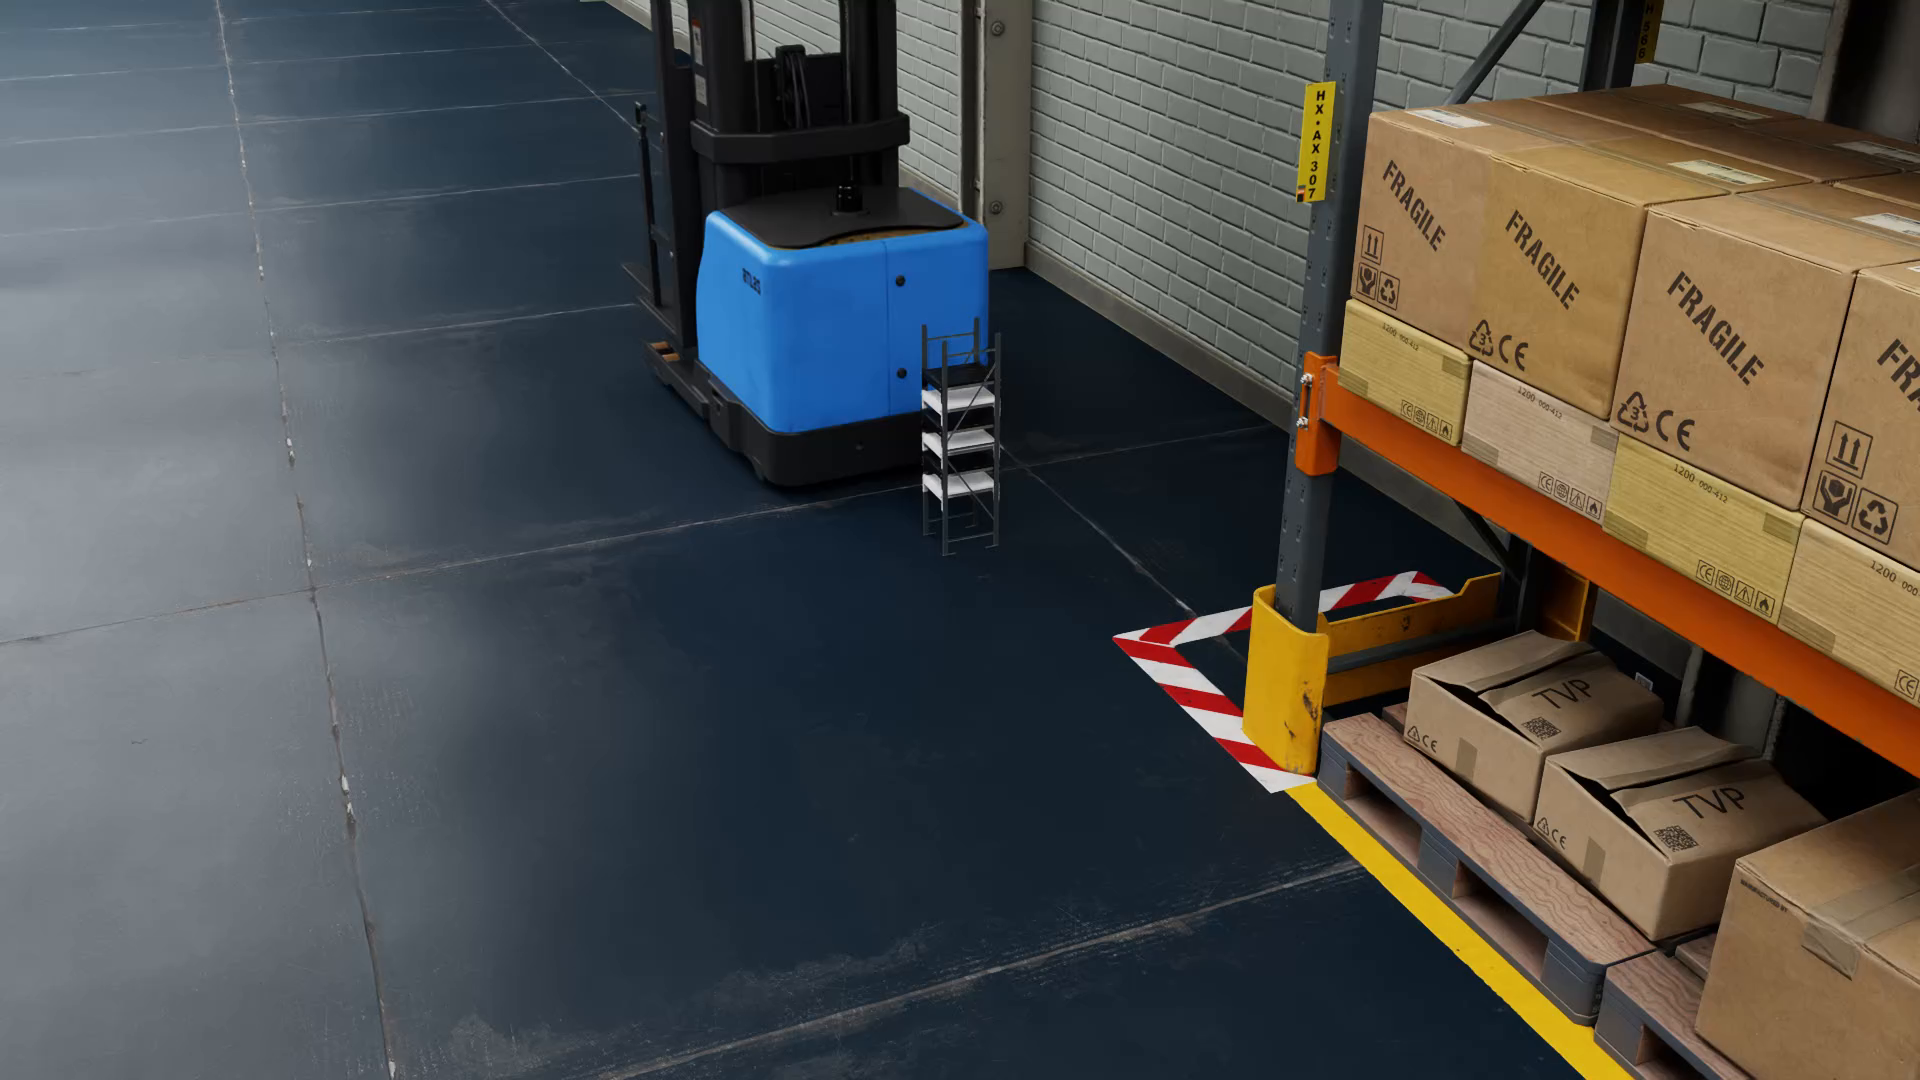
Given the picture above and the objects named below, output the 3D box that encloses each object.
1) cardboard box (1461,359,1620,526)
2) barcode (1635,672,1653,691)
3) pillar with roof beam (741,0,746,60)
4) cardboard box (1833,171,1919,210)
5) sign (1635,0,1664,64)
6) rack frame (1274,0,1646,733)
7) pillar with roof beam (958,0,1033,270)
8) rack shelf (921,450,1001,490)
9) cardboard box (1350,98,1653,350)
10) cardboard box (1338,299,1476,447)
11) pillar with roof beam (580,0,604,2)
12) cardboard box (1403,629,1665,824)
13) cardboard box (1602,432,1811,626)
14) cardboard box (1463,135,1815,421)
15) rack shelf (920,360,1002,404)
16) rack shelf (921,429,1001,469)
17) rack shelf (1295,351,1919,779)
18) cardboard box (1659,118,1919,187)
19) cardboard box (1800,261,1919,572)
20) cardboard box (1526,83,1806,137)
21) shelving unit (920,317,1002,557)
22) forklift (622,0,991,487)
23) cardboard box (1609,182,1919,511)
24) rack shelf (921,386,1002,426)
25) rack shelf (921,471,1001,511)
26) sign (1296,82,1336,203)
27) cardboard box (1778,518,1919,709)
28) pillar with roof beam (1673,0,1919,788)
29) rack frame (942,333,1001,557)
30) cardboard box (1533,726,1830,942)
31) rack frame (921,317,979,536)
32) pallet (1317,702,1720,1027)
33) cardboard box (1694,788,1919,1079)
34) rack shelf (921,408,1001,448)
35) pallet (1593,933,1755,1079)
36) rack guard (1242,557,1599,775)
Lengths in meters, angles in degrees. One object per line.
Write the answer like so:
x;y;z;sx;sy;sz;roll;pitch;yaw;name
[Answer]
1.599;-0.283;4.059;0.500;0.250;0.500;-11;28;-22;cardboard box
2.046;0.440;4.983;0.001;0.075;0.075;-11;28;-21;barcode
-6.107;-7.467;11.786;9.100;9.000;0.400;-11;28;-21;pillar with roof beam
2.258;-0.512;3.673;0.500;0.500;0.500;-11;28;-22;cardboard box
2.002;-1.550;4.825;0.100;0.325;0.005;-11;28;-21;sign
1.483;-0.800;4.970;1.000;3.000;0.127;-11;28;-21;rack frame
-3.758;-5.045;6.825;9.100;9.000;0.400;-11;28;-21;pillar with roof beam
0.003;-0.290;6.600;0.258;0.077;0.200;-11;28;-21;rack shelf
1.394;-0.834;4.333;0.500;0.500;0.500;-11;28;-21;cardboard box
1.382;-0.490;4.483;0.500;0.250;0.500;-11;28;-22;cardboard box
-8.457;-9.889;16.747;9.100;9.000;0.400;-11;28;-21;pillar with roof beam
1.671;0.505;4.860;0.500;0.311;0.500;-14;29;-26;cardboard box
1.793;-0.076;3.636;0.500;0.250;0.500;-11;28;-21;cardboard box
1.578;-0.633;3.921;0.500;0.500;0.500;-10;28;-20;cardboard box
0.003;-0.614;6.442;0.258;0.077;0.200;-11;28;-21;rack shelf
0.003;-0.371;6.560;0.258;0.077;0.200;-11;28;-21;rack shelf
2.266;0.331;3.474;1.077;0.370;4.000;-11;28;-21;rack shelf
2.051;-0.720;4.099;0.500;0.500;0.500;-10;28;-20;cardboard box
1.988;-0.217;3.069;0.500;0.500;0.500;-10;28;-19;cardboard box
1.863;-0.925;4.519;0.500;0.500;0.500;-11;28;-21;cardboard box
0.003;-0.401;6.546;0.258;0.900;0.210;-11;28;-21;shelving unit
-0.959;-2.160;7.833;1.130;2.935;3.031;-12;29;-23;forklift
1.775;-0.423;3.492;0.500;0.500;0.500;-12;28;-22;cardboard box
0.003;-0.533;6.481;0.258;0.077;0.200;-11;28;-21;rack shelf
0.003;-0.209;6.639;0.258;0.077;0.200;-11;28;-21;rack shelf
0.984;-1.096;4.589;0.100;0.325;0.005;-11;28;-21;sign
1.989;0.128;3.217;0.500;0.250;0.500;-10;28;-20;cardboard box
-1.408;-2.622;1.864;9.100;9.000;0.400;-11;28;-21;pillar with roof beam
0.043;-0.360;6.462;0.240;0.900;0.006;-11;28;-21;rack frame
1.895;0.735;4.388;0.500;0.311;0.500;-8;27;-16;cardboard box
-0.037;-0.442;6.630;0.240;0.900;0.006;-11;28;-21;rack frame
1.799;0.818;4.835;1.003;0.211;1.213;-11;28;-21;pallet
2.136;0.955;3.723;0.700;0.500;0.500;-12;29;-24;cardboard box
0.003;-0.452;6.521;0.258;0.077;0.200;-11;28;-21;rack shelf
2.272;1.309;3.828;1.003;0.211;1.213;-11;28;-21;pallet
1.513;0.354;5.456;1.175;0.500;0.348;-11;28;-21;rack guard
